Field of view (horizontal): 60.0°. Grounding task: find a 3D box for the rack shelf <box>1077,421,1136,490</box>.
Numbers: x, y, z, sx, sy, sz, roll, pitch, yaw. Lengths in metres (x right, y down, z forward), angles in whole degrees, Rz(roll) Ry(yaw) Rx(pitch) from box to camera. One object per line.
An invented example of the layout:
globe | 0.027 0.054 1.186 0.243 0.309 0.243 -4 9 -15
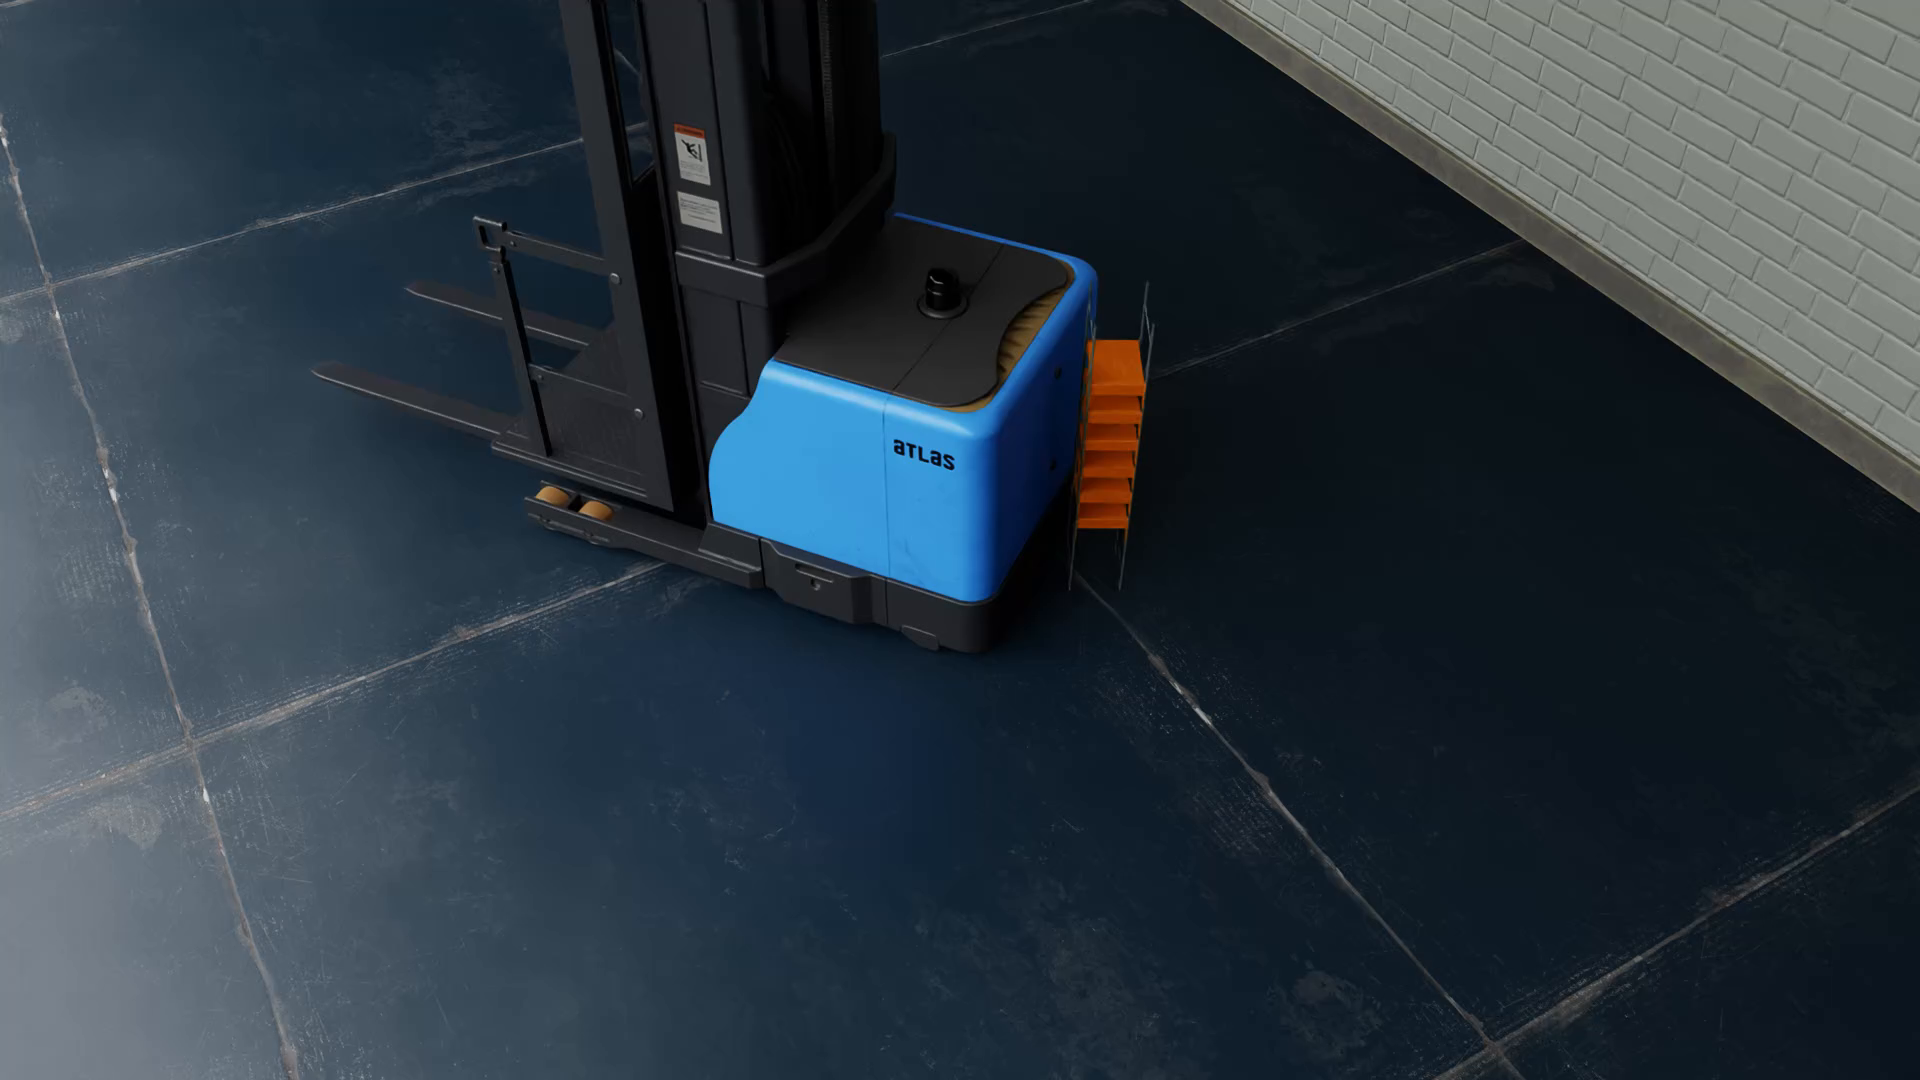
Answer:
rack shelf | 0.503 -0.296 5.754 0.180 0.103 0.258 1 44 -1

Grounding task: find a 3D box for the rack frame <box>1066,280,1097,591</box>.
rack frame | 0.412 -0.329 5.721 0.006 1.200 0.240 1 44 -1

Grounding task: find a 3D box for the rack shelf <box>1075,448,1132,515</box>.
rack shelf | 0.500 -0.210 5.838 0.180 0.103 0.258 1 44 -1

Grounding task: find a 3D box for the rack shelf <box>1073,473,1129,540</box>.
rack shelf | 0.497 -0.124 5.921 0.180 0.103 0.258 1 44 -1

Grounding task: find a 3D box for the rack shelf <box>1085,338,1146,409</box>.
rack shelf | 0.511 -0.555 5.504 0.180 0.103 0.258 1 44 -1

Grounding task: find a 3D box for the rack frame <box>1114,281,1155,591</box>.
rack frame | 0.595 -0.327 5.725 0.006 1.200 0.240 1 44 -1

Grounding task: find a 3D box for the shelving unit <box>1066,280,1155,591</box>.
shelving unit | 0.504 -0.328 5.723 0.189 1.200 0.258 1 44 -1

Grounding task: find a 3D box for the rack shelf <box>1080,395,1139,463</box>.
rack shelf | 0.505 -0.382 5.671 0.180 0.103 0.258 1 44 -1

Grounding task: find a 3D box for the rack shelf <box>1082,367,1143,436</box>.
rack shelf | 0.508 -0.468 5.587 0.180 0.103 0.258 1 44 -1

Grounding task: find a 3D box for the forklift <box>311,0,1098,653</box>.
forklift | -1.074 -1.350 5.536 3.031 2.935 1.130 17 47 17
